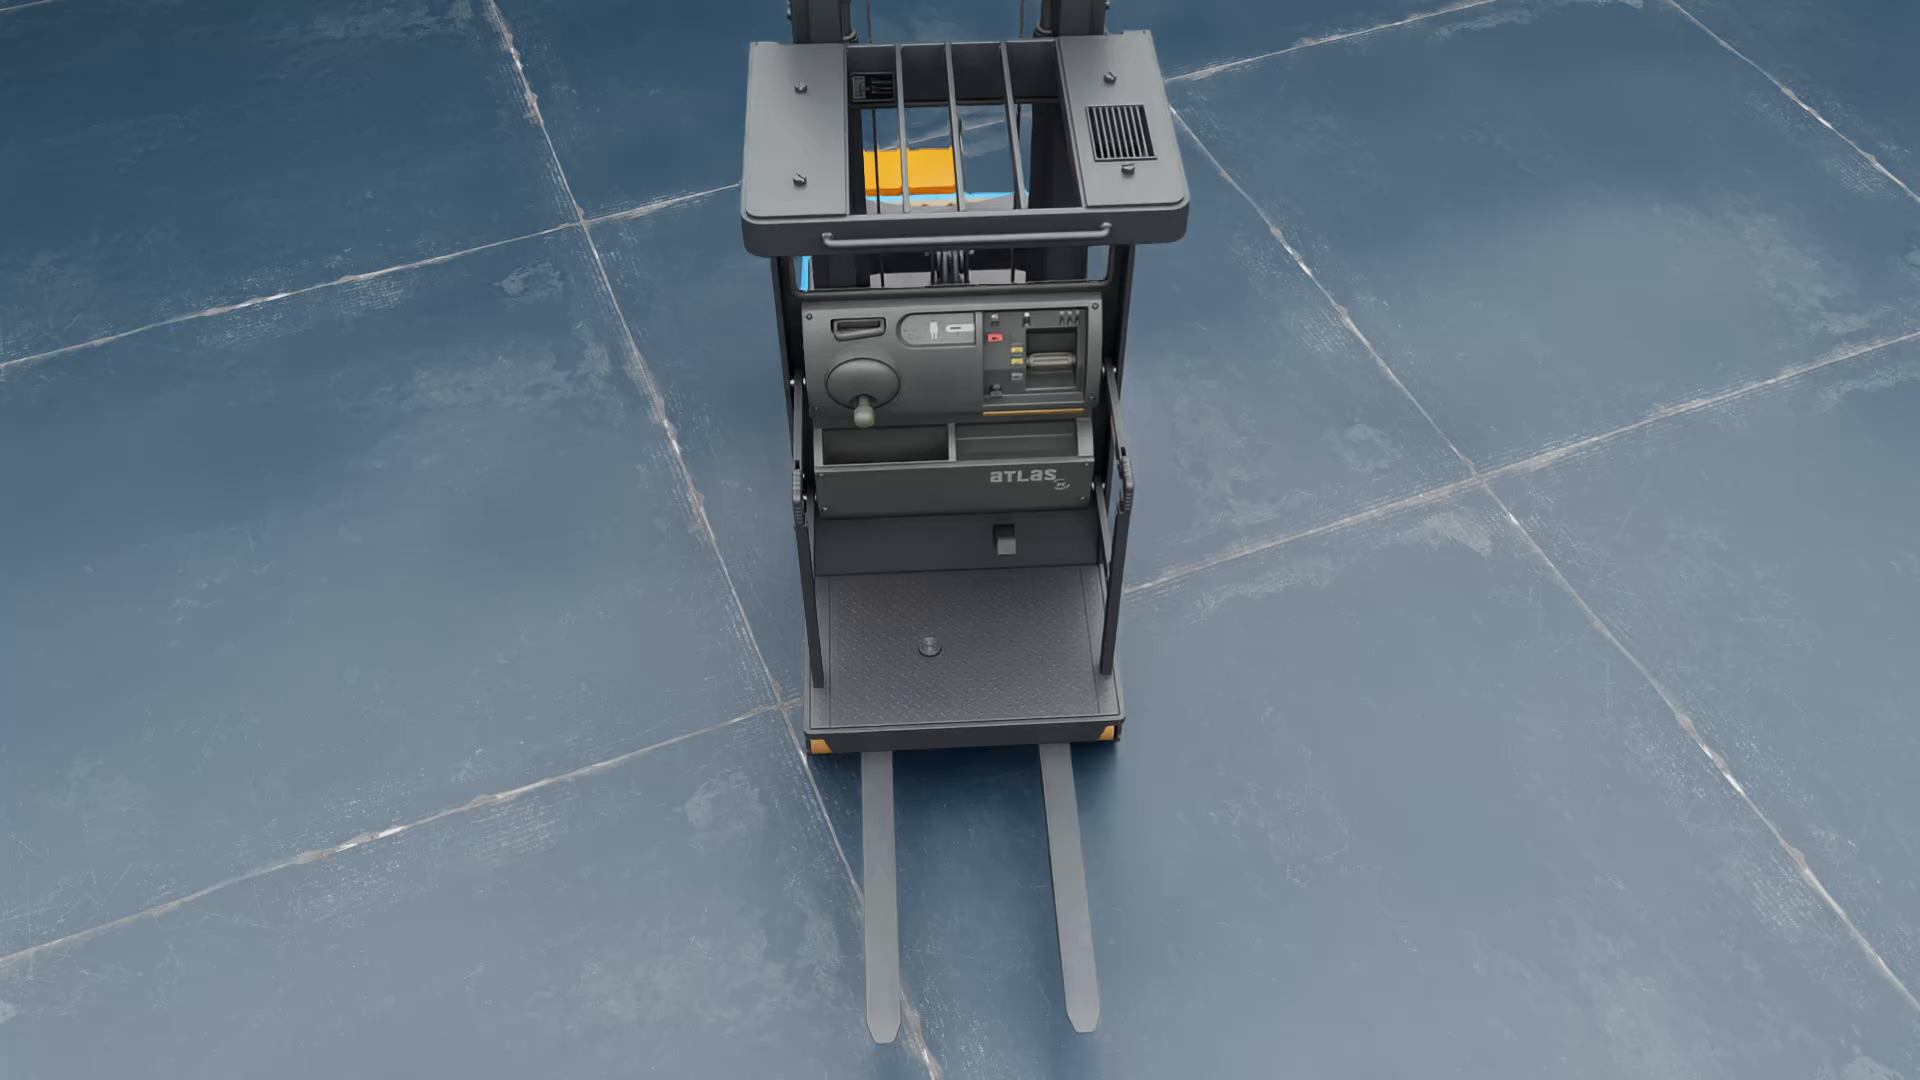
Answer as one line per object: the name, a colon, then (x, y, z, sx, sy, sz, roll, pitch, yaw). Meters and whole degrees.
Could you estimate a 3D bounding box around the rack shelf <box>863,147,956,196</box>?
rack shelf: (-0.236, -1.400, 6.484, 0.480, 0.148, 0.258, -3, 49, -2)

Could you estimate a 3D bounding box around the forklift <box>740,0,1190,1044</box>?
forklift: (-0.012, -0.457, 5.051, 1.121, 2.935, 3.031, -2, 49, -2)

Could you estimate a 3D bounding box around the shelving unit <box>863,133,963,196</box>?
shelving unit: (-0.238, -1.144, 6.782, 0.499, 1.200, 0.258, -3, 49, -2)

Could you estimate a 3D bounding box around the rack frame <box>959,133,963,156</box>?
rack frame: (0.008, -1.156, 6.793, 0.006, 1.046, 0.228, -3, 49, -2)
